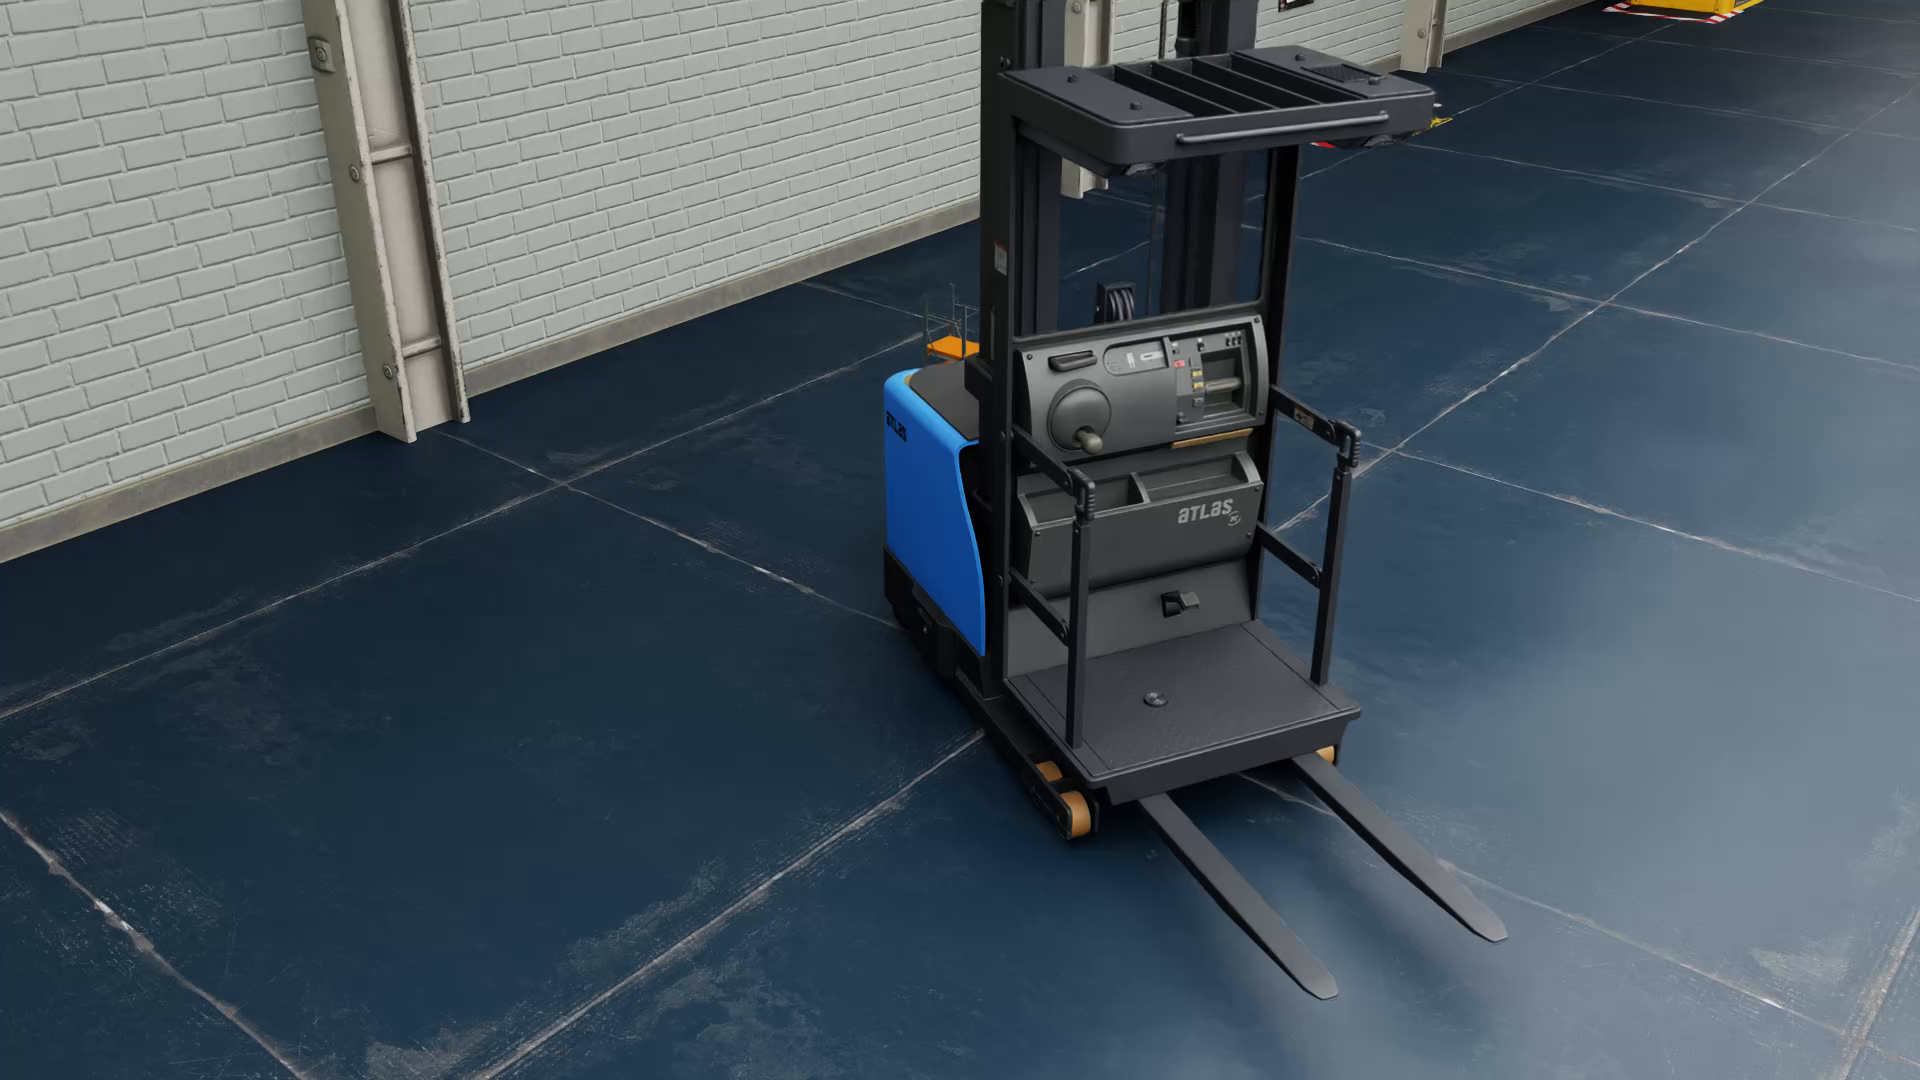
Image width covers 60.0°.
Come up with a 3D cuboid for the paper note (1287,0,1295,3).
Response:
[{"bbox_3d":[2.974,-4.912,14.939,0.016,0.148,0.142,21,34,34],"label":"paper note"}]

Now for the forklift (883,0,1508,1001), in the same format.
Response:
[{"bbox_3d":[0.730,-0.493,5.513,1.130,2.935,3.031,-11,29,-21],"label":"forklift"}]

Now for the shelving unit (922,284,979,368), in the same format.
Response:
[{"bbox_3d":[-0.009,-0.528,7.464,0.258,1.200,0.189,21,34,34],"label":"shelving unit"}]

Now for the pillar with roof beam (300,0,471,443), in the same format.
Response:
[{"bbox_3d":[0.431,-3.363,4.456,9.100,9.000,0.400,21,34,34],"label":"pillar with roof beam"}]

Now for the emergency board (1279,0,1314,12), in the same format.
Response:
[{"bbox_3d":[3.121,-5.348,14.824,0.157,1.169,0.626,21,34,34],"label":"emergency board"}]

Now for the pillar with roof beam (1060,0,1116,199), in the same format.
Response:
[{"bbox_3d":[4.247,-5.490,8.569,9.100,9.000,0.400,21,34,34],"label":"pillar with roof beam"}]

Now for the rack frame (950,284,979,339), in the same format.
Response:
[{"bbox_3d":[0.049,-0.560,7.527,0.240,1.200,0.006,21,34,34],"label":"rack frame"}]

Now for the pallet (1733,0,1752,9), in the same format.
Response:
[{"bbox_3d":[9.373,-6.903,20.865,1.003,0.211,1.213,21,34,34],"label":"pallet"}]

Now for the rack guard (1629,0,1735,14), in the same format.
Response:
[{"bbox_3d":[8.829,-6.754,20.261,1.175,0.500,0.348,21,34,34],"label":"rack guard"}]

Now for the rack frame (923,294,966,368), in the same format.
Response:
[{"bbox_3d":[-0.067,-0.495,7.402,0.240,1.200,0.006,21,34,34],"label":"rack frame"}]

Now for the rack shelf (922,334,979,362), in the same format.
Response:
[{"bbox_3d":[-0.009,-0.808,7.319,0.258,0.103,0.180,21,34,34],"label":"rack shelf"}]

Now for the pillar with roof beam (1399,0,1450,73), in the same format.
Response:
[{"bbox_3d":[8.063,-7.617,12.681,9.100,9.000,0.400,21,34,34],"label":"pillar with roof beam"}]

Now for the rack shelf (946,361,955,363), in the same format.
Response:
[{"bbox_3d":[-0.009,-0.701,7.375,0.258,0.103,0.180,21,34,34],"label":"rack shelf"}]
